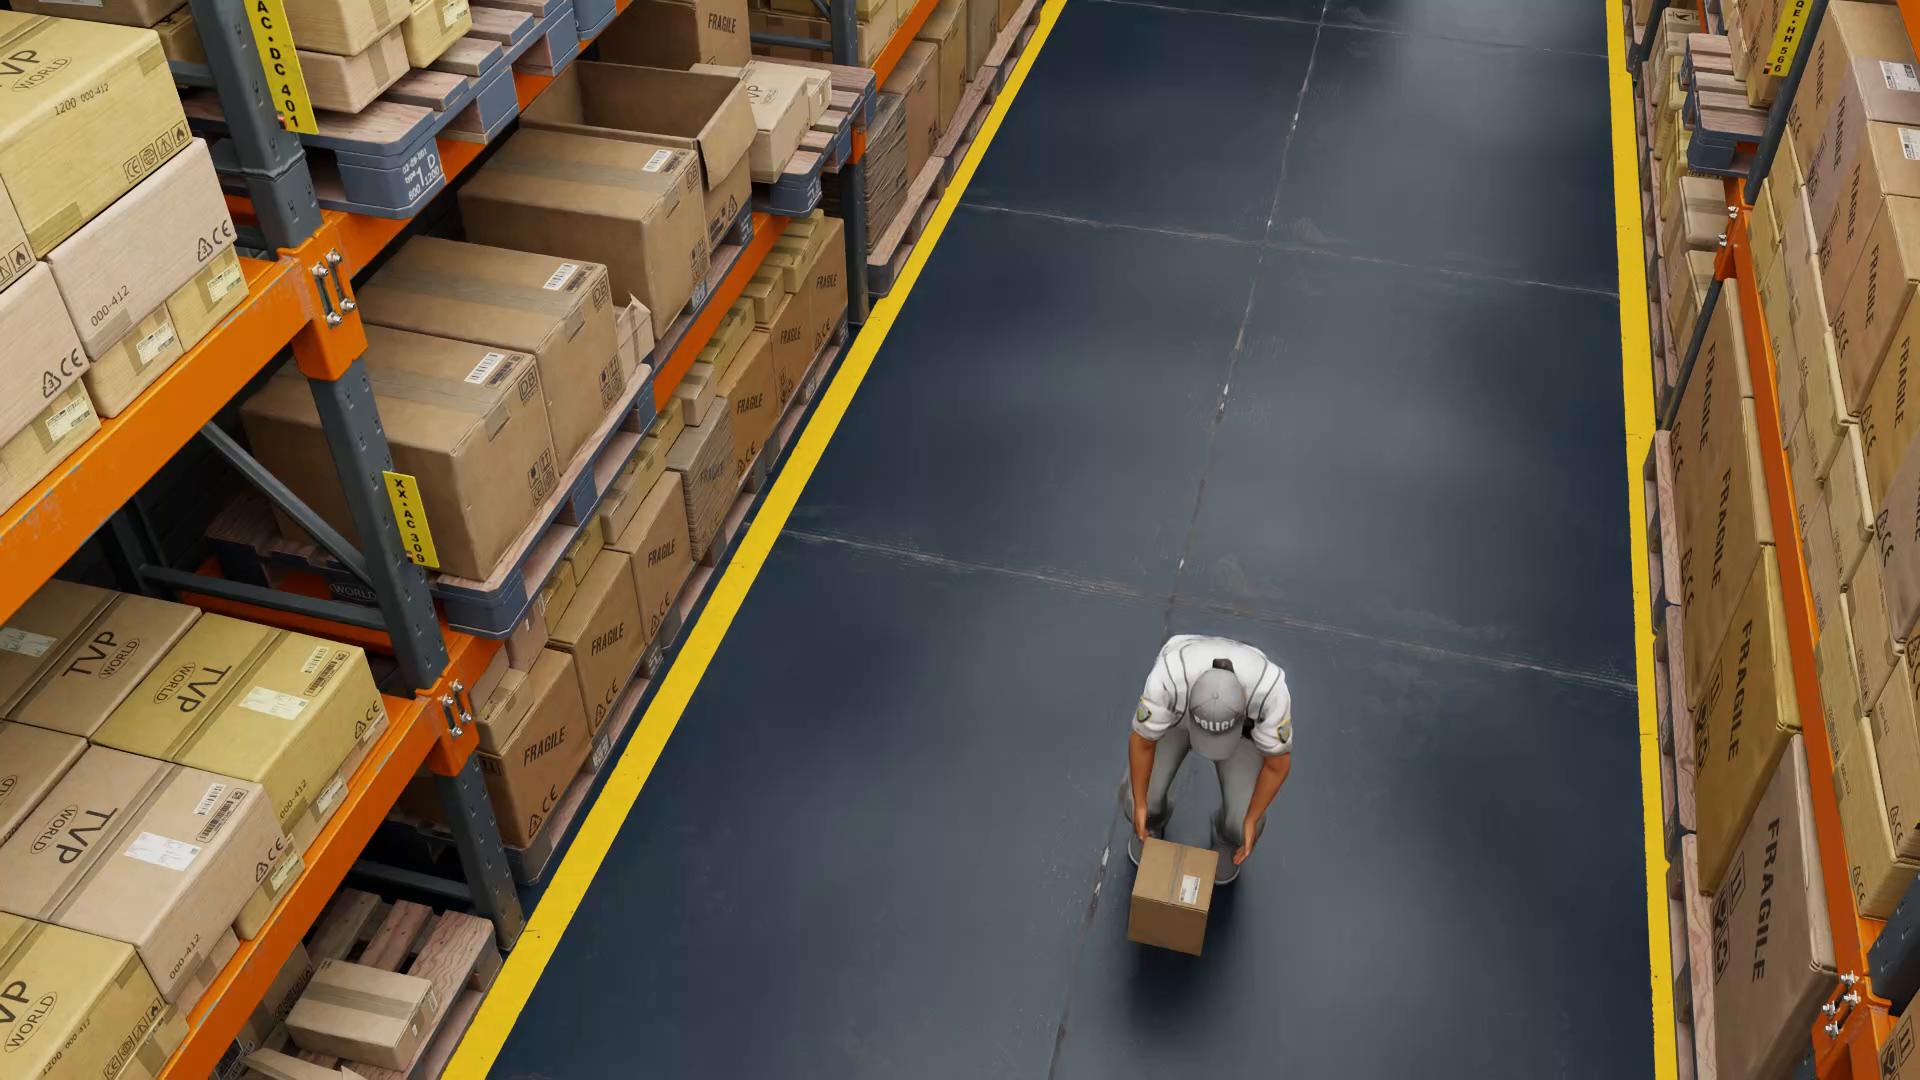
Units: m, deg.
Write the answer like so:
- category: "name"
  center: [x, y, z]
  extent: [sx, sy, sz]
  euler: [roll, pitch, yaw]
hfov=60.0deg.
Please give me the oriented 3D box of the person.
- category: "person"
  center: [0.852, 0.716, 5.670]
  extent: [0.541, 1.239, 0.794]
  euler: [10, 42, 11]
